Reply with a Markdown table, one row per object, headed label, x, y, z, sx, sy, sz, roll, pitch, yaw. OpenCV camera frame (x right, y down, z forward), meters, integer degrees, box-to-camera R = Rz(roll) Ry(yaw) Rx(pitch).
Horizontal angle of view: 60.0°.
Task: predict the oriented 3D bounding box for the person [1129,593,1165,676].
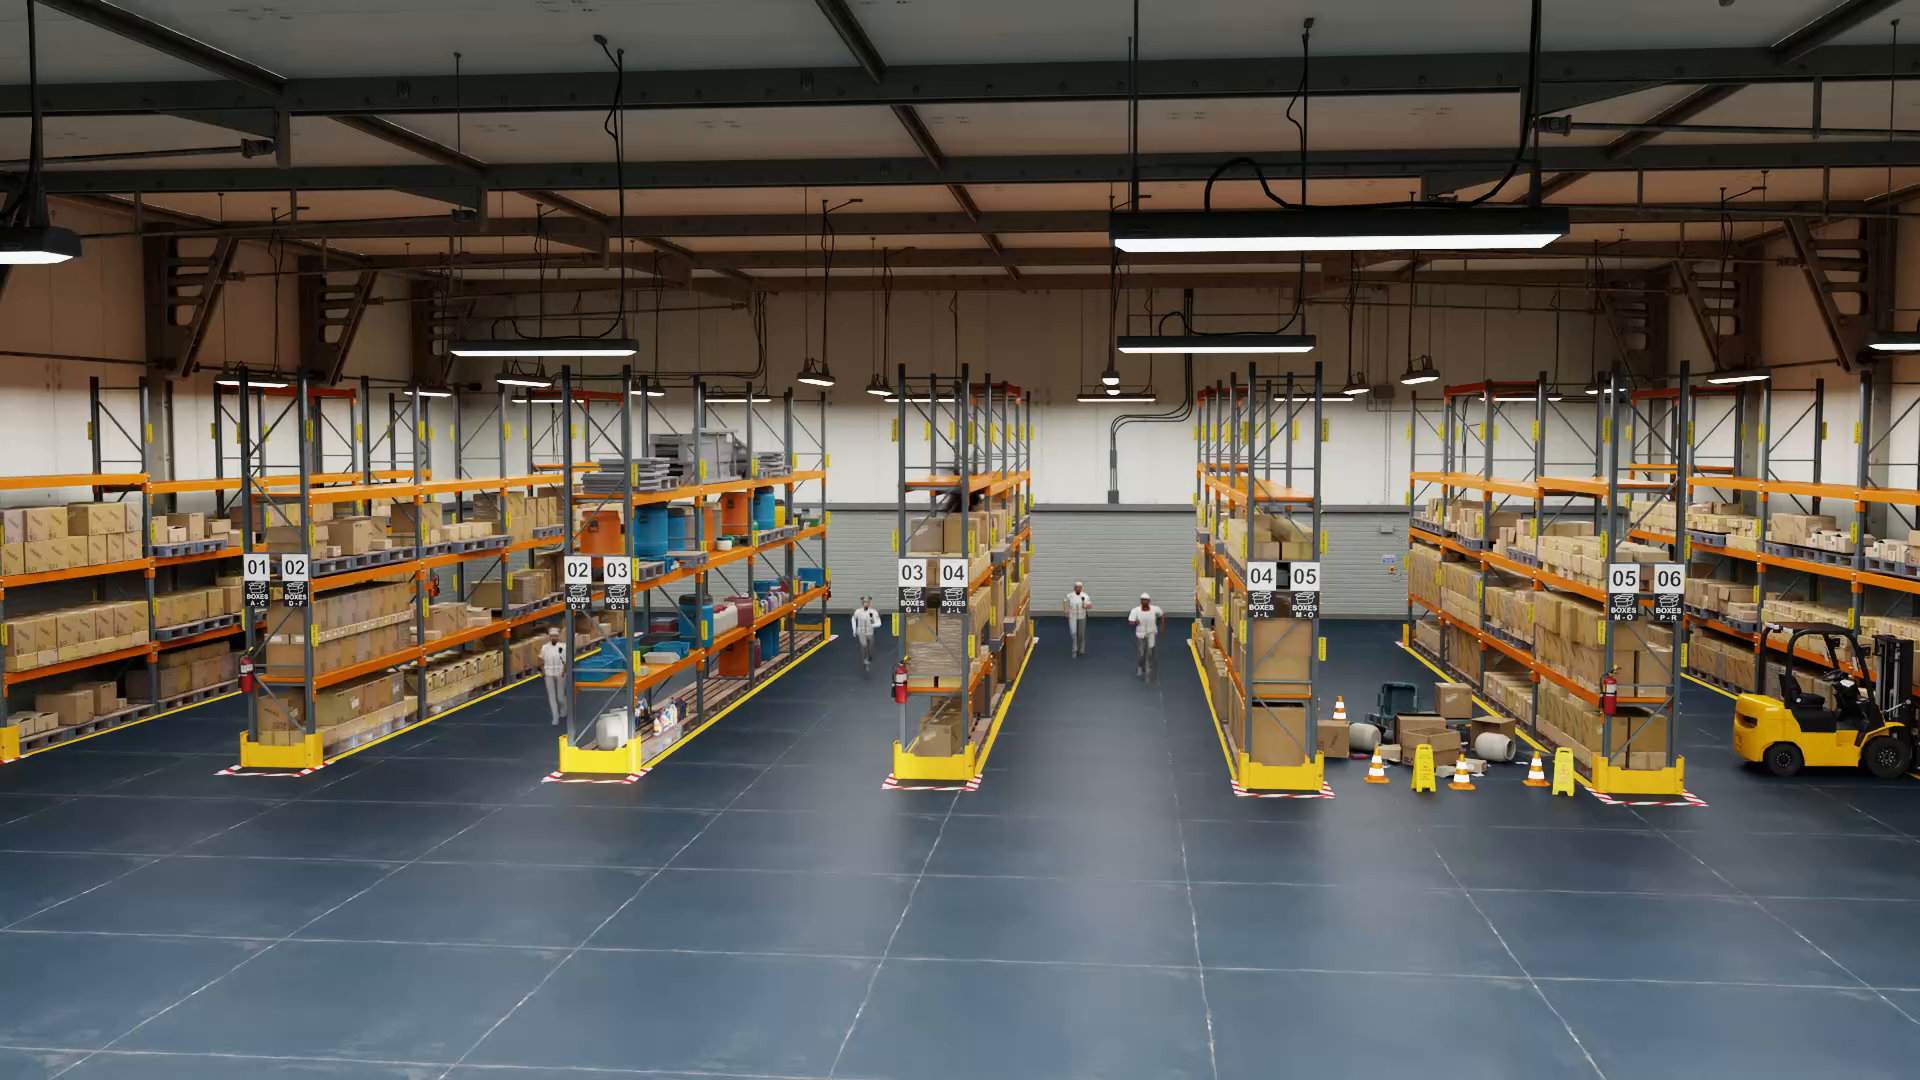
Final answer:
| label | x | y | z | sx | sy | sz | roll | pitch | yaw |
| --- | --- | --- | --- | --- | --- | --- | --- | --- | --- |
| person | 3.765 | 1.923 | 33.577 | 0.712 | 1.725 | 0.951 | 1 | 4 | 10 |

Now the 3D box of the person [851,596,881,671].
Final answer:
| label | x | y | z | sx | sy | sz | roll | pitch | yaw |
| --- | --- | --- | --- | --- | --- | --- | --- | --- | --- |
| person | -1.919 | 1.926 | 34.076 | 0.614 | 1.607 | 0.906 | 0 | 4 | -3 |

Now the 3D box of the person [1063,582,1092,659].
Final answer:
| label | x | y | z | sx | sy | sz | roll | pitch | yaw |
| --- | --- | --- | --- | --- | --- | --- | --- | --- | --- |
| person | 2.631 | 1.785 | 37.249 | 0.619 | 1.689 | 0.907 | 0 | 4 | 0 |

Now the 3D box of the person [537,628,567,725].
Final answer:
| label | x | y | z | sx | sy | sz | roll | pitch | yaw |
| --- | --- | --- | --- | --- | --- | --- | --- | --- | --- |
| person | -6.998 | 2.329 | 28.709 | 0.587 | 1.672 | 0.601 | 0 | 4 | -7 |
